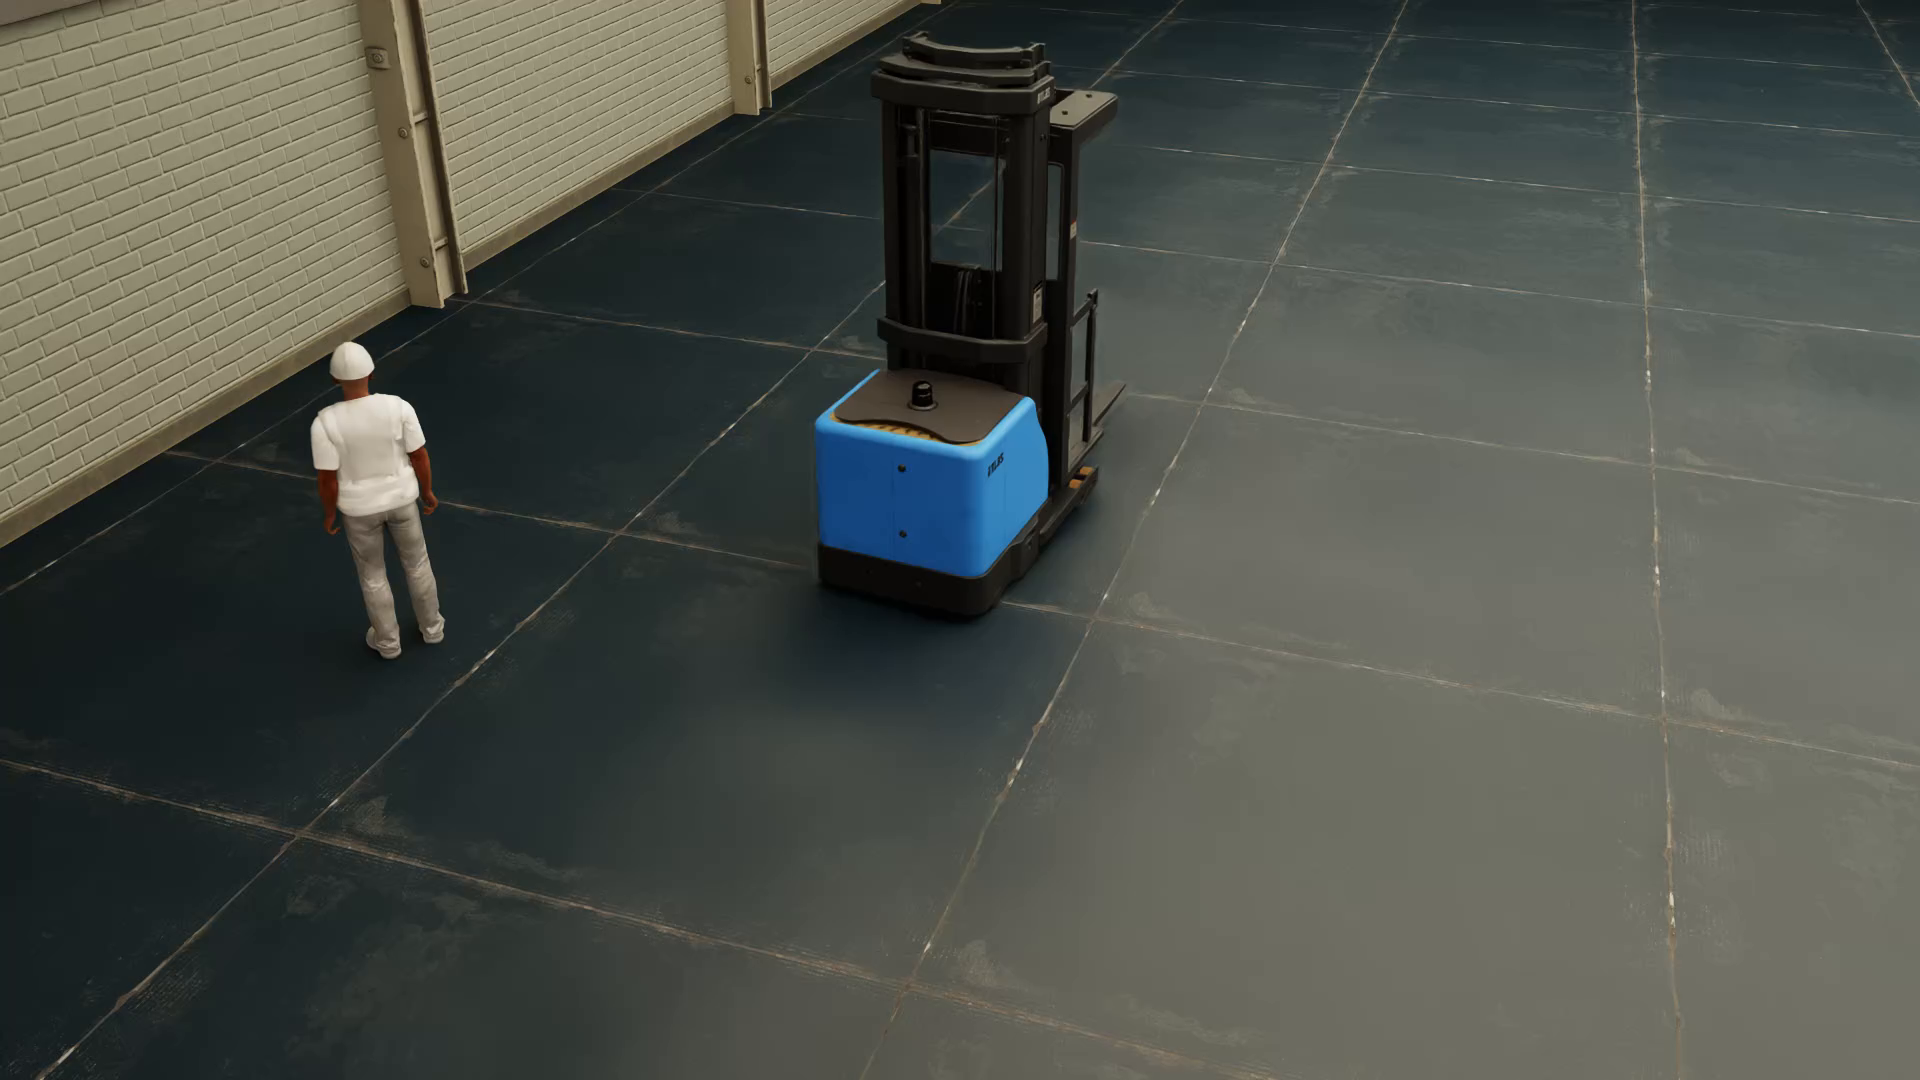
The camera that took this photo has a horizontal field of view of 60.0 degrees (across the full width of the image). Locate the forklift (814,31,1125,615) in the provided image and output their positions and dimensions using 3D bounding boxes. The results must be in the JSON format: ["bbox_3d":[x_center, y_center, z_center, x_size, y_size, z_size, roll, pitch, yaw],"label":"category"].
[{"bbox_3d":[0.238,-1.566,9.884,1.130,2.935,3.031,12,32,20],"label":"forklift"}]

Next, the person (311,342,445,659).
[{"bbox_3d":[-3.040,-0.210,8.681,0.585,1.771,0.375,-16,33,-26],"label":"person"}]
